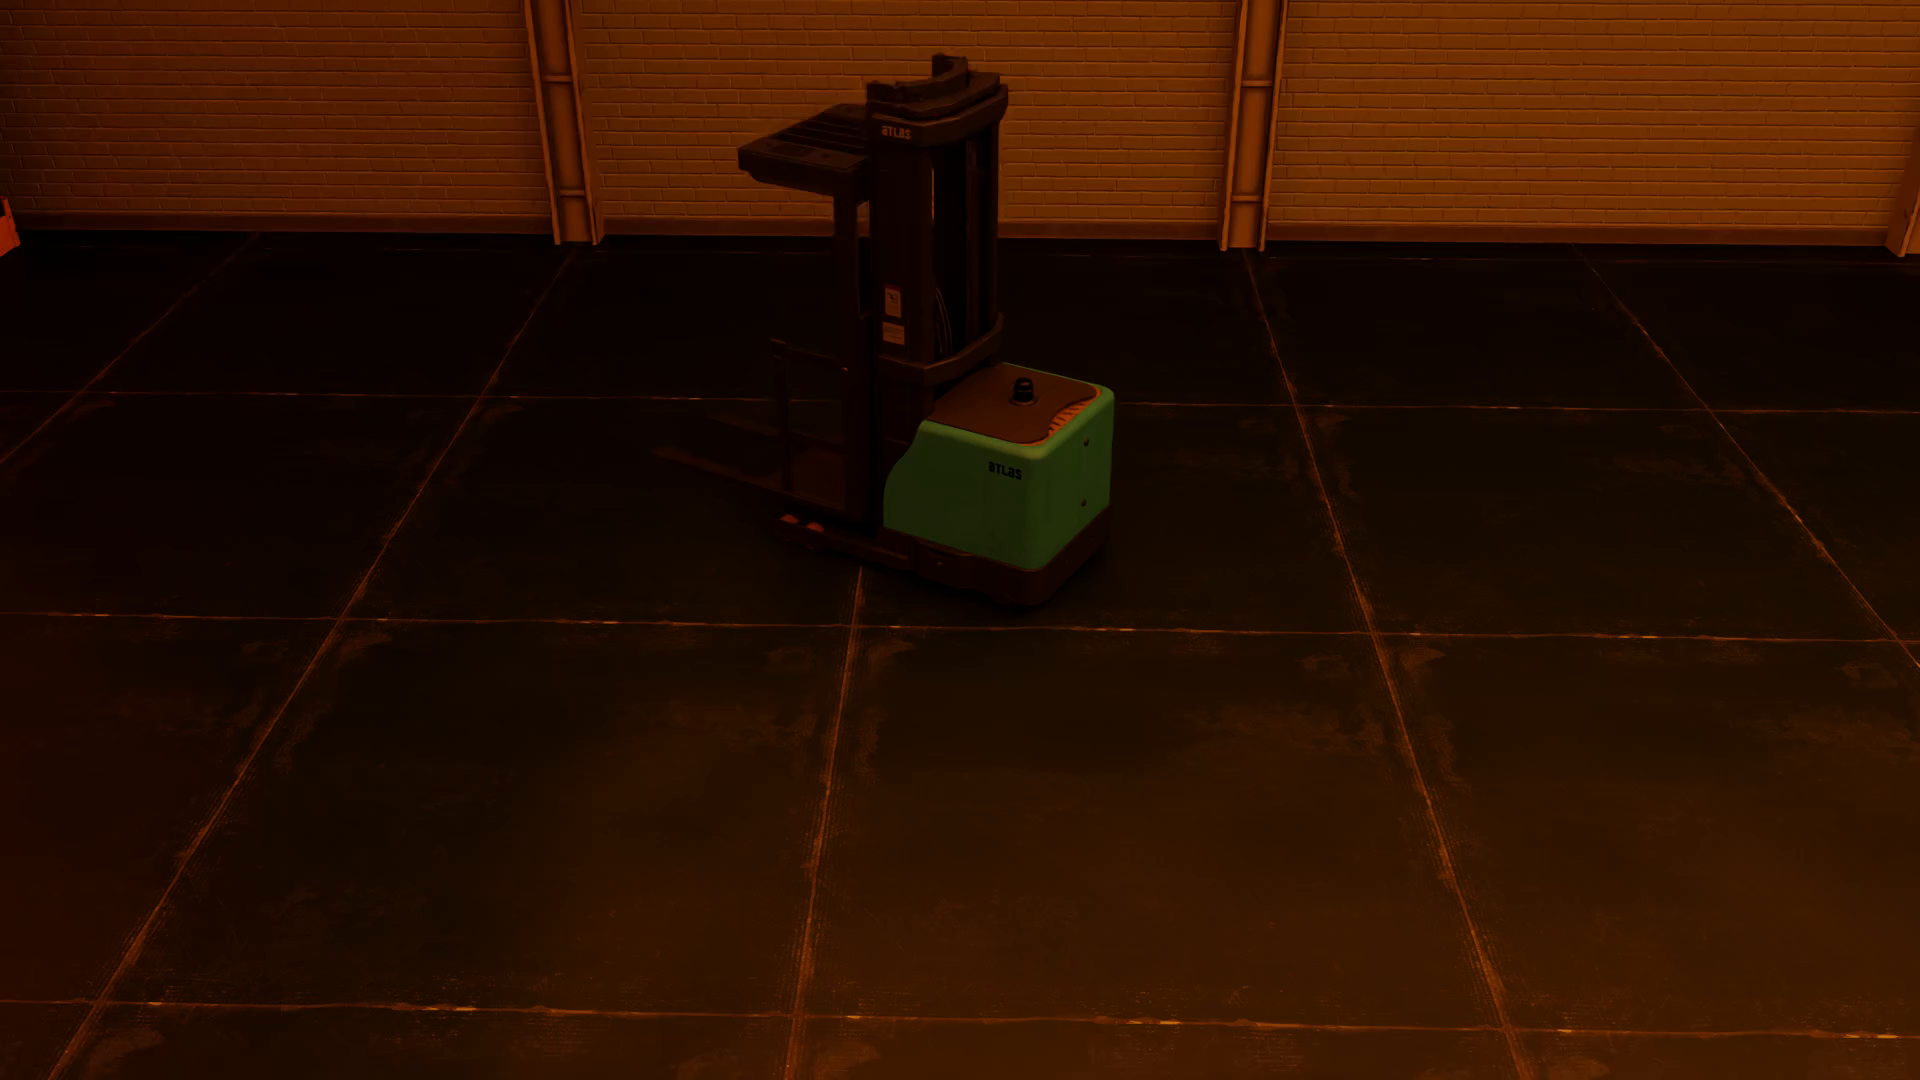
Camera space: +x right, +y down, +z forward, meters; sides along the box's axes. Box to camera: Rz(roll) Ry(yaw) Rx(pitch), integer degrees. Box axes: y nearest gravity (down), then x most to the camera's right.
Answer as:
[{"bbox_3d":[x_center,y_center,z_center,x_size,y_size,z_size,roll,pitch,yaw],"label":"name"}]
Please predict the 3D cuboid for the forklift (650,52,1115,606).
[{"bbox_3d":[-0.593,-1.415,10.015,3.031,2.935,1.130,17,34,26],"label":"forklift"}]

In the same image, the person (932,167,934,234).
[{"bbox_3d":[-0.241,-2.622,13.323,0.967,1.669,0.599,-3,31,-5],"label":"person"}]
